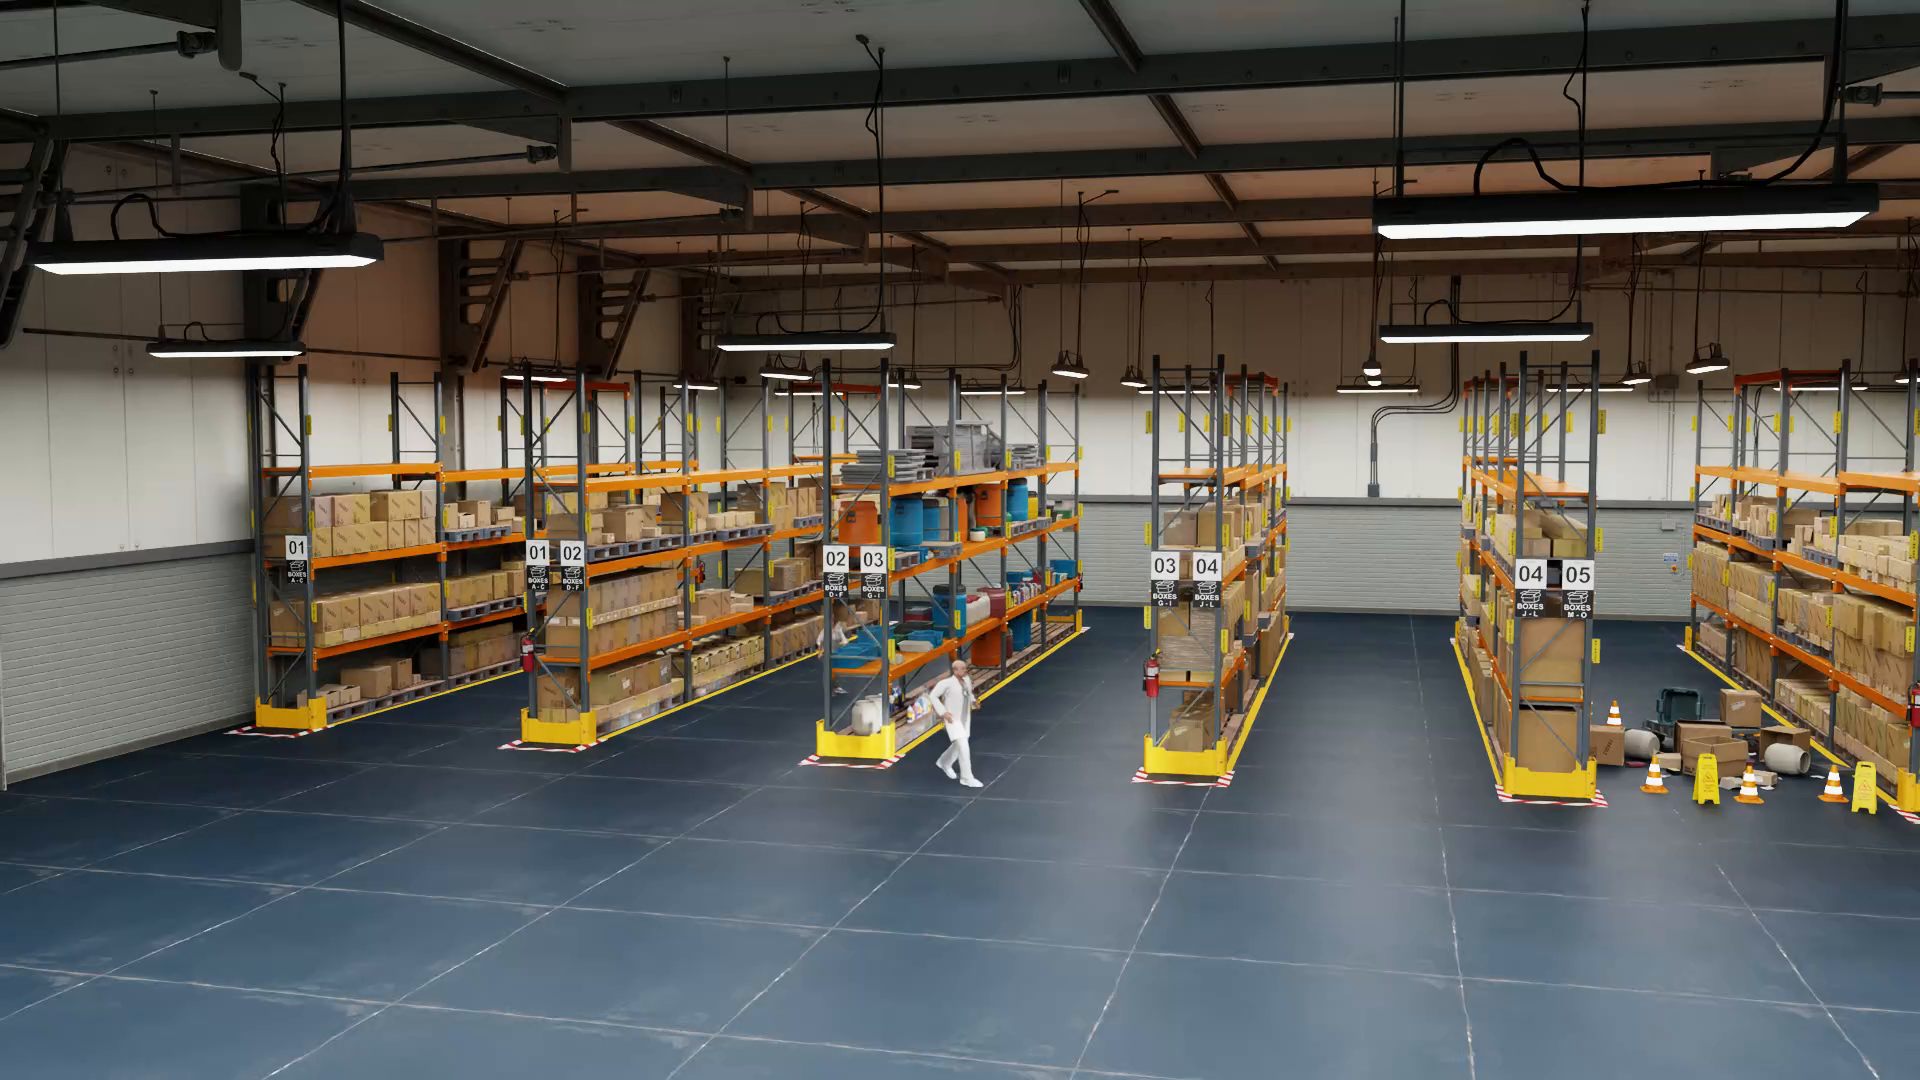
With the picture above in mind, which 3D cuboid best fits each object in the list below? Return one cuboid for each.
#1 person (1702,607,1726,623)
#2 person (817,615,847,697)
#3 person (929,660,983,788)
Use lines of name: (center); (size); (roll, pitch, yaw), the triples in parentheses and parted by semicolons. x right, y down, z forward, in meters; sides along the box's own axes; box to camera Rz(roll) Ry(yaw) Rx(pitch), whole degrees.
person: (17.345, 1.517, 38.158); (0.809, 1.731, 0.598); (0, 4, 6)
person: (-2.324, 2.147, 30.761); (0.555, 1.558, 0.773); (-2, 4, -28)
person: (-0.119, 2.521, 23.070); (0.732, 1.757, 0.948); (-3, 5, -40)
